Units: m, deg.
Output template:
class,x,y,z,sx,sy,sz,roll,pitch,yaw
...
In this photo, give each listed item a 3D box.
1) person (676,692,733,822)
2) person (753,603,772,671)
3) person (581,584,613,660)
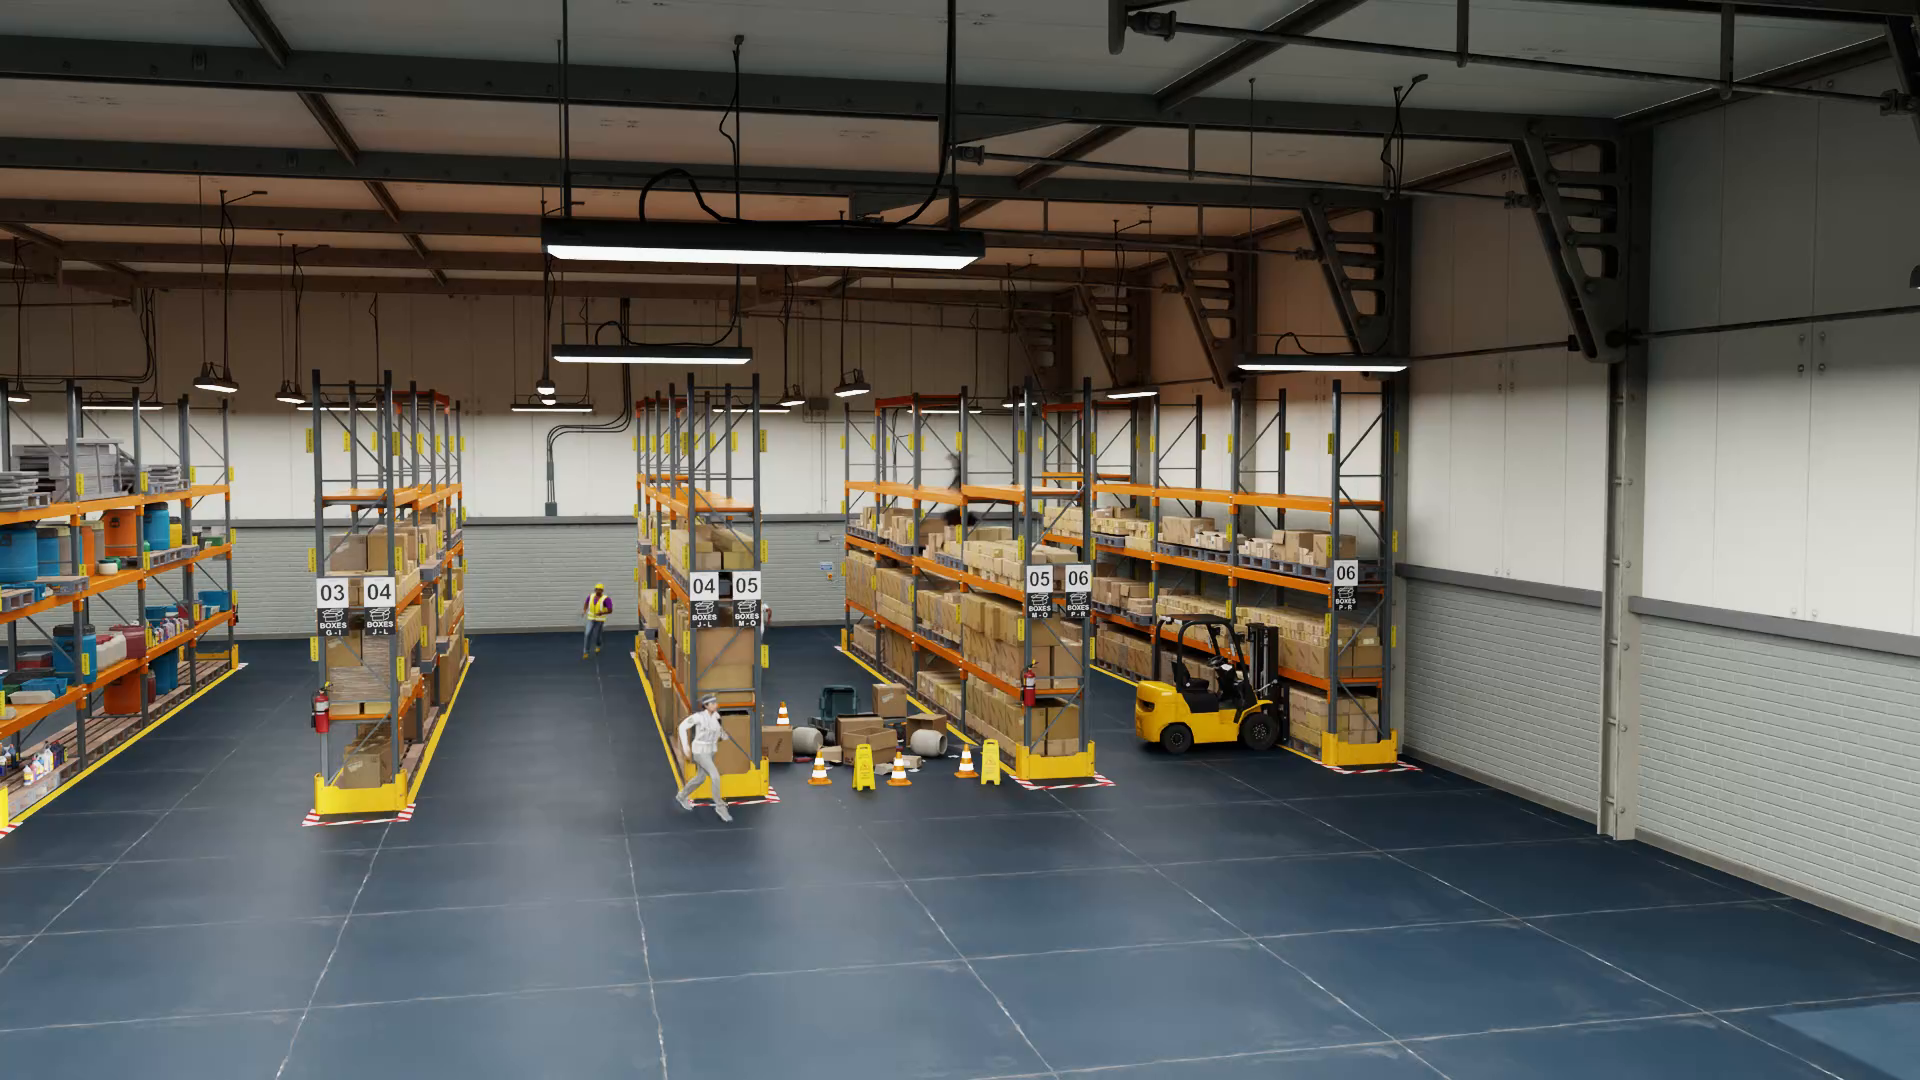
class,x,y,z,sx,sy,sz,roll,pitch,yaw
person,-3.433,2.881,22.244,0.928,1.721,0.634,2,4,30
person,-4.489,2.045,36.393,0.687,1.748,0.940,-1,3,-16
person,-8.506,1.889,38.974,0.738,1.757,0.896,0,3,6
